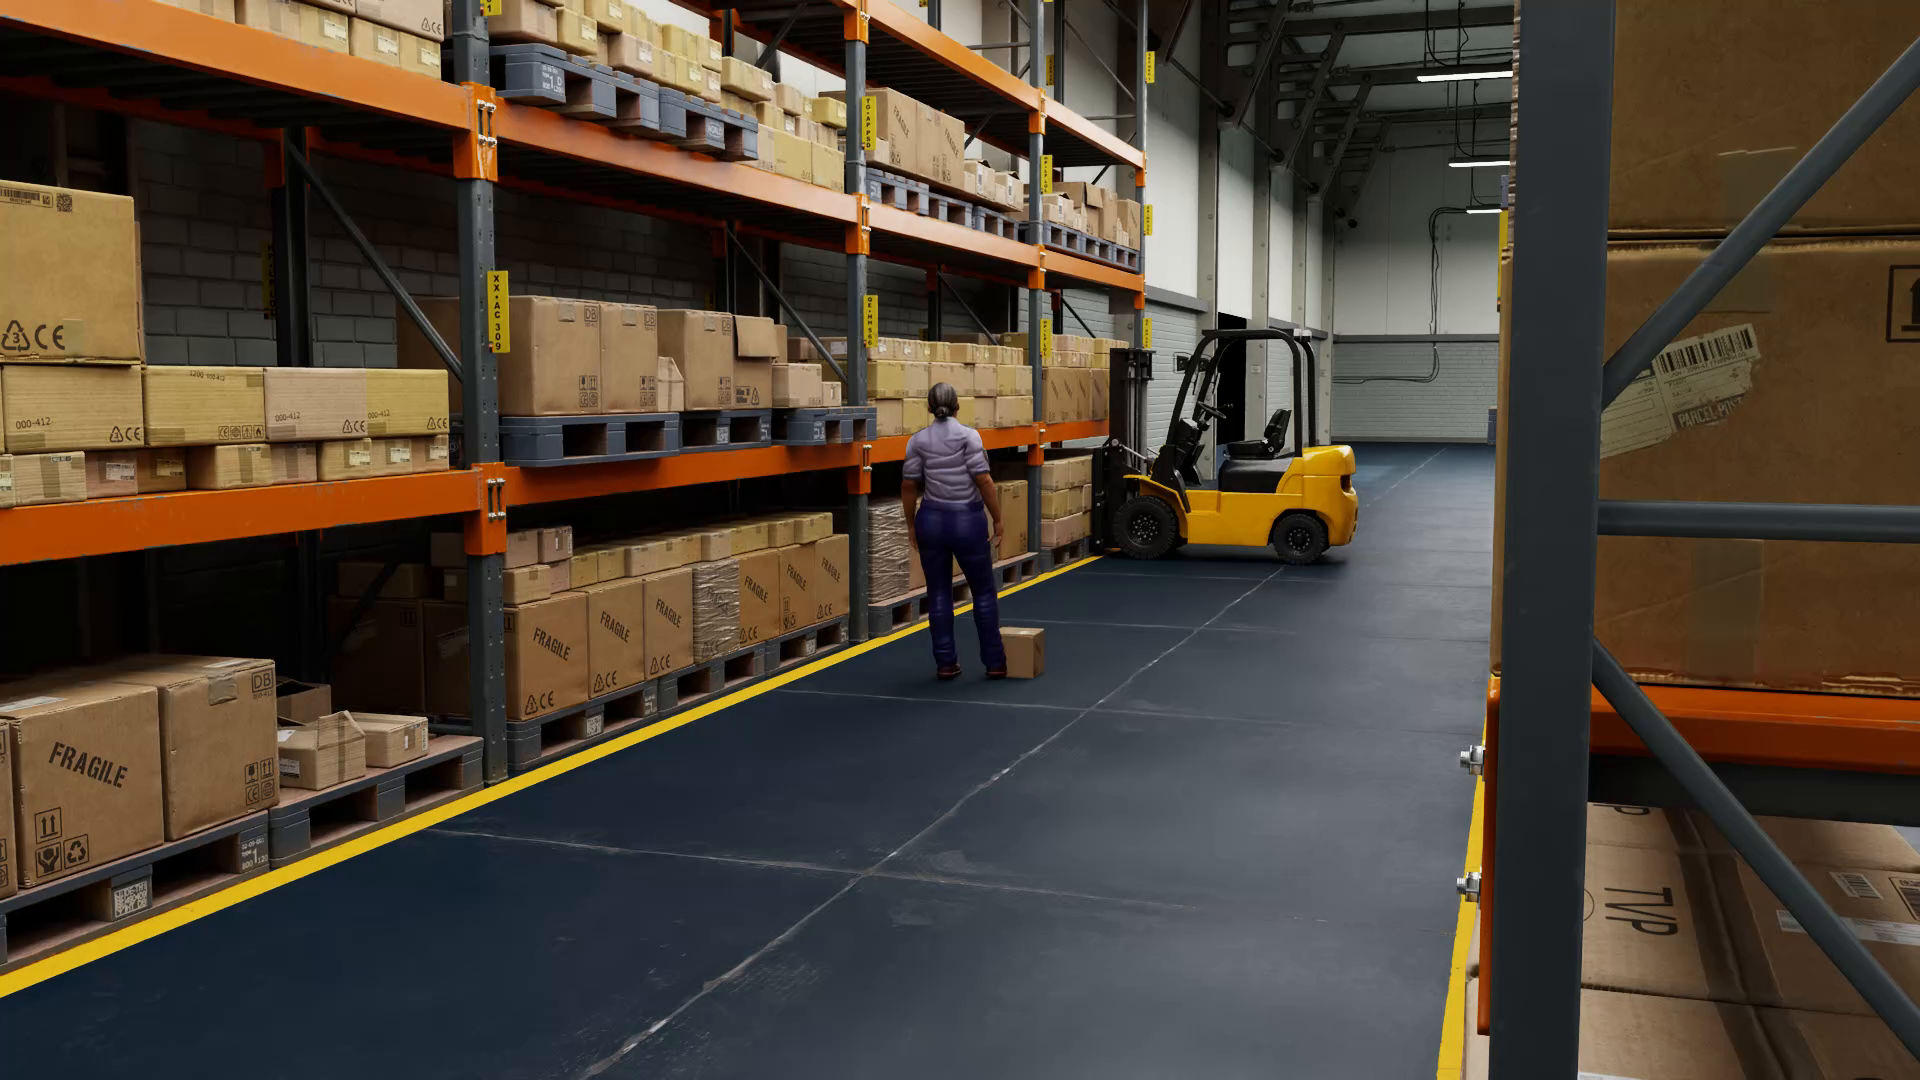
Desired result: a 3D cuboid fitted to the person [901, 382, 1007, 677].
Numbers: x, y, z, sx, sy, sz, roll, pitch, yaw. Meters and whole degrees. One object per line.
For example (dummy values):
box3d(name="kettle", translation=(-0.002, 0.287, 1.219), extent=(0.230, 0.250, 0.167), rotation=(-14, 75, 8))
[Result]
box3d(name="person", translation=(0.001, -0.055, 9.320), extent=(0.598, 1.651, 0.502), rotation=(2, 6, 19))
